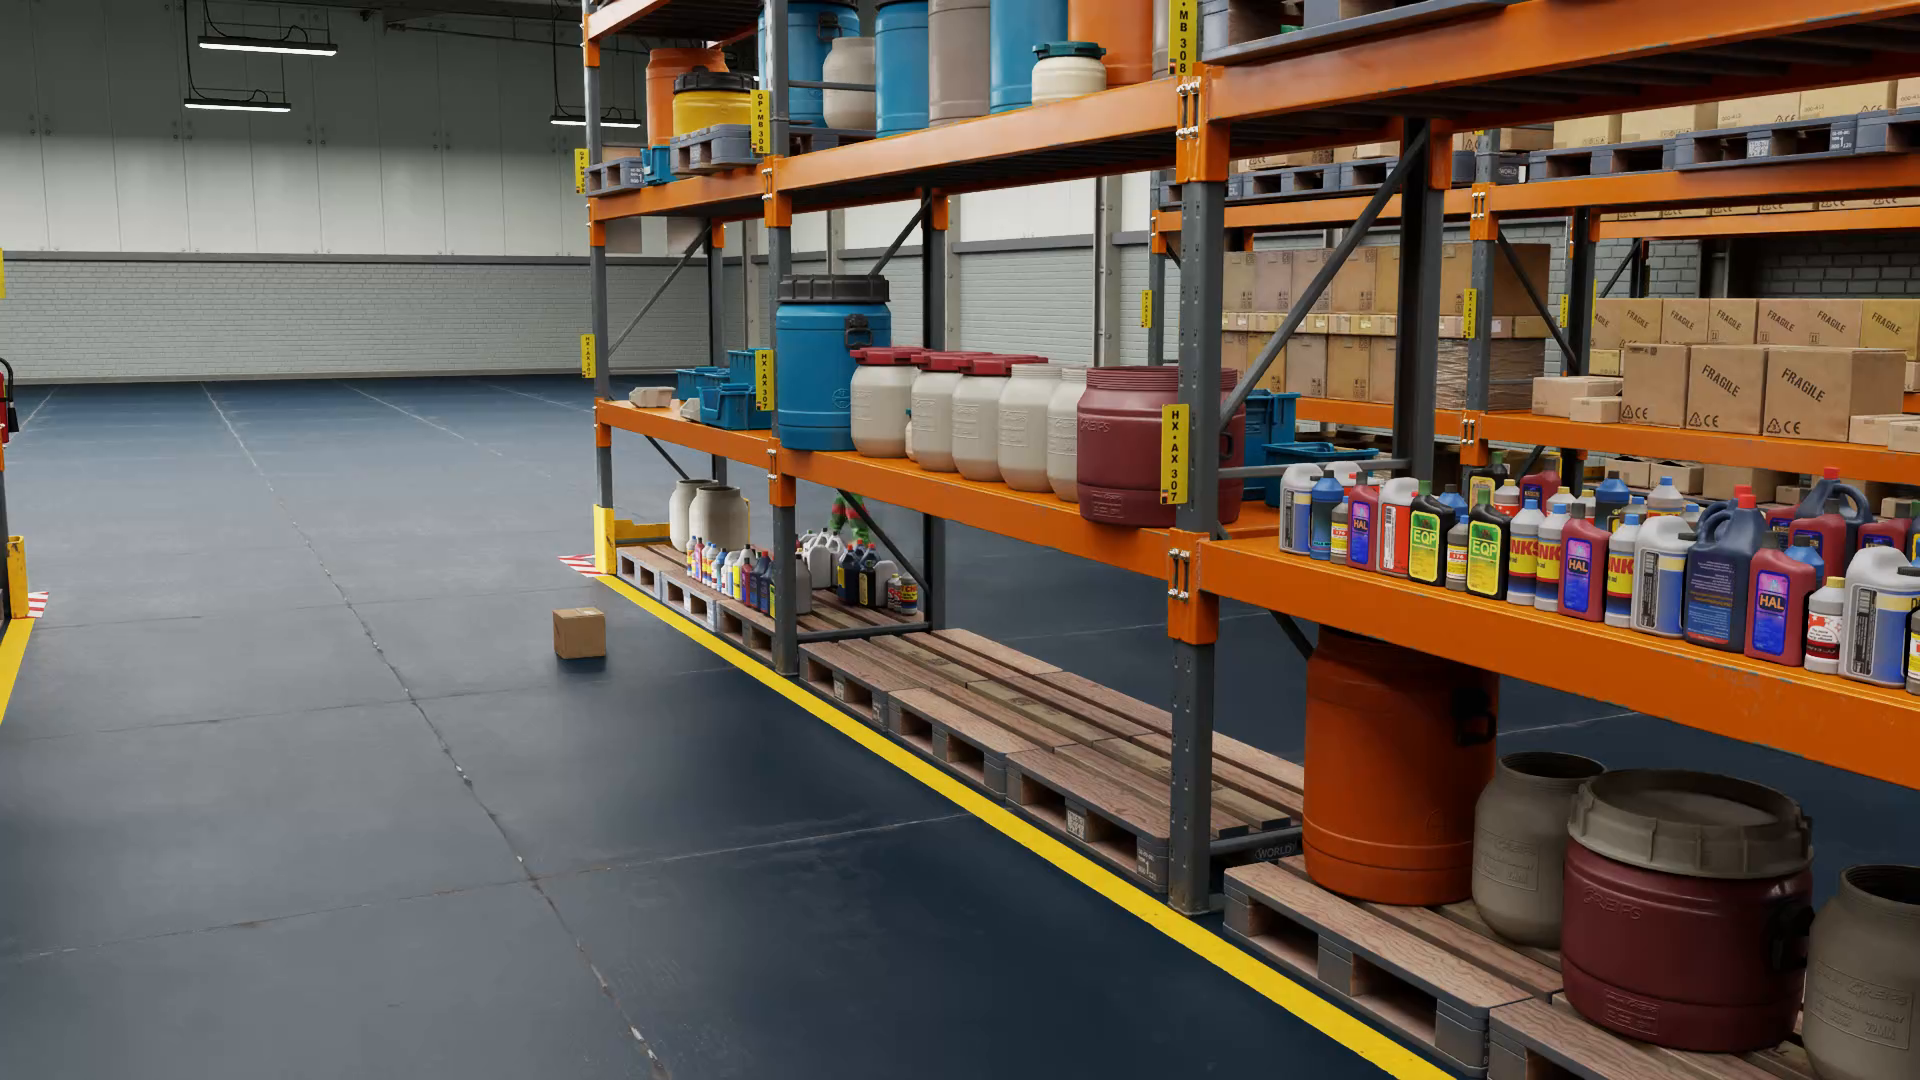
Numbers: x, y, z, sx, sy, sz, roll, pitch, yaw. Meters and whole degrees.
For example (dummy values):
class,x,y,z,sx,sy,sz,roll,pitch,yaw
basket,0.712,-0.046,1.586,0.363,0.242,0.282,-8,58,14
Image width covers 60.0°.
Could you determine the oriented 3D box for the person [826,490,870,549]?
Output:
class,x,y,z,sx,sy,sz,roll,pitch,yaw
person,-1.006,-0.821,13.670,0.577,1.737,0.995,-6,10,-36
